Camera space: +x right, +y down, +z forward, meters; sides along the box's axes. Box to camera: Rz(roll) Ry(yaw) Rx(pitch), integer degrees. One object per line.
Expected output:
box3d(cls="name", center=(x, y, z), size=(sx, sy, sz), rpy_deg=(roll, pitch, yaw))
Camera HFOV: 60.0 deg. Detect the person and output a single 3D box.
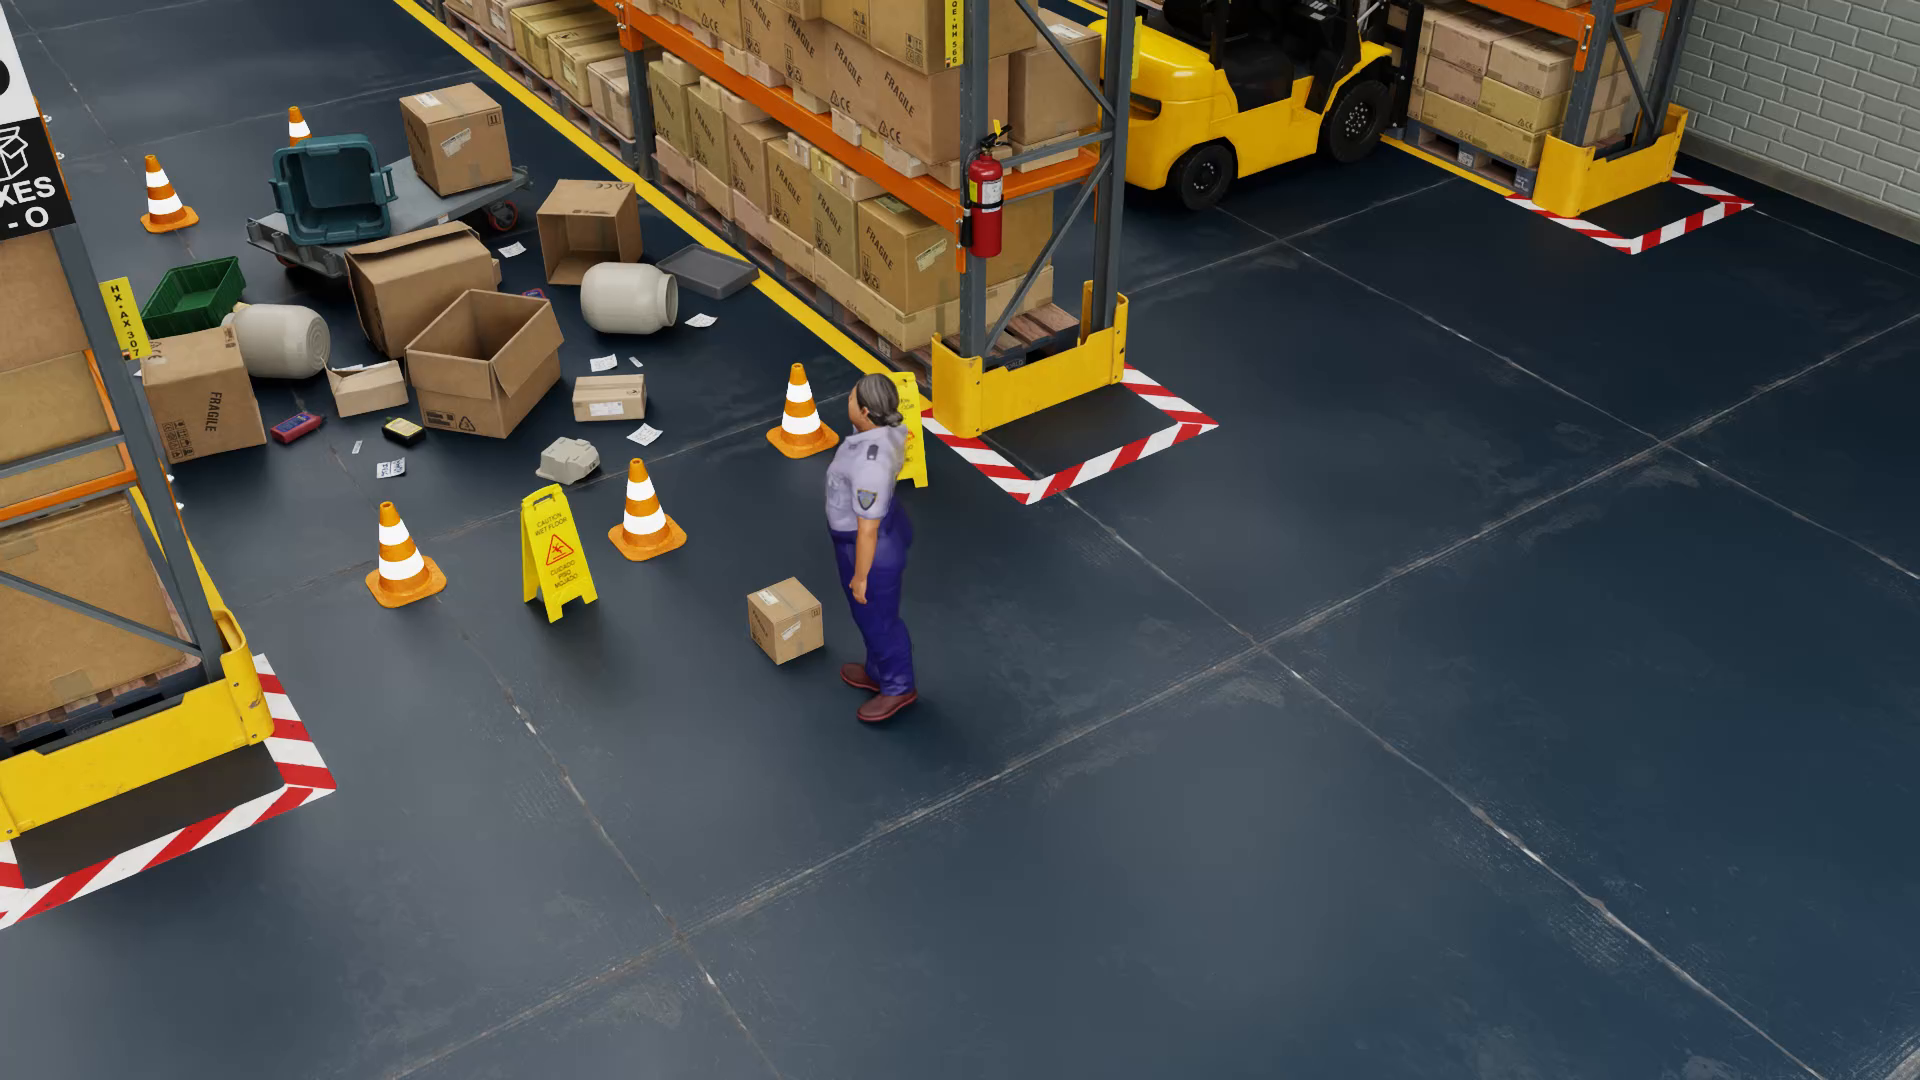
box3d(cls="person", center=(-0.372, 0.038, 6.953), size=(0.379, 1.654, 0.490), rpy_deg=(5, 37, 7))
